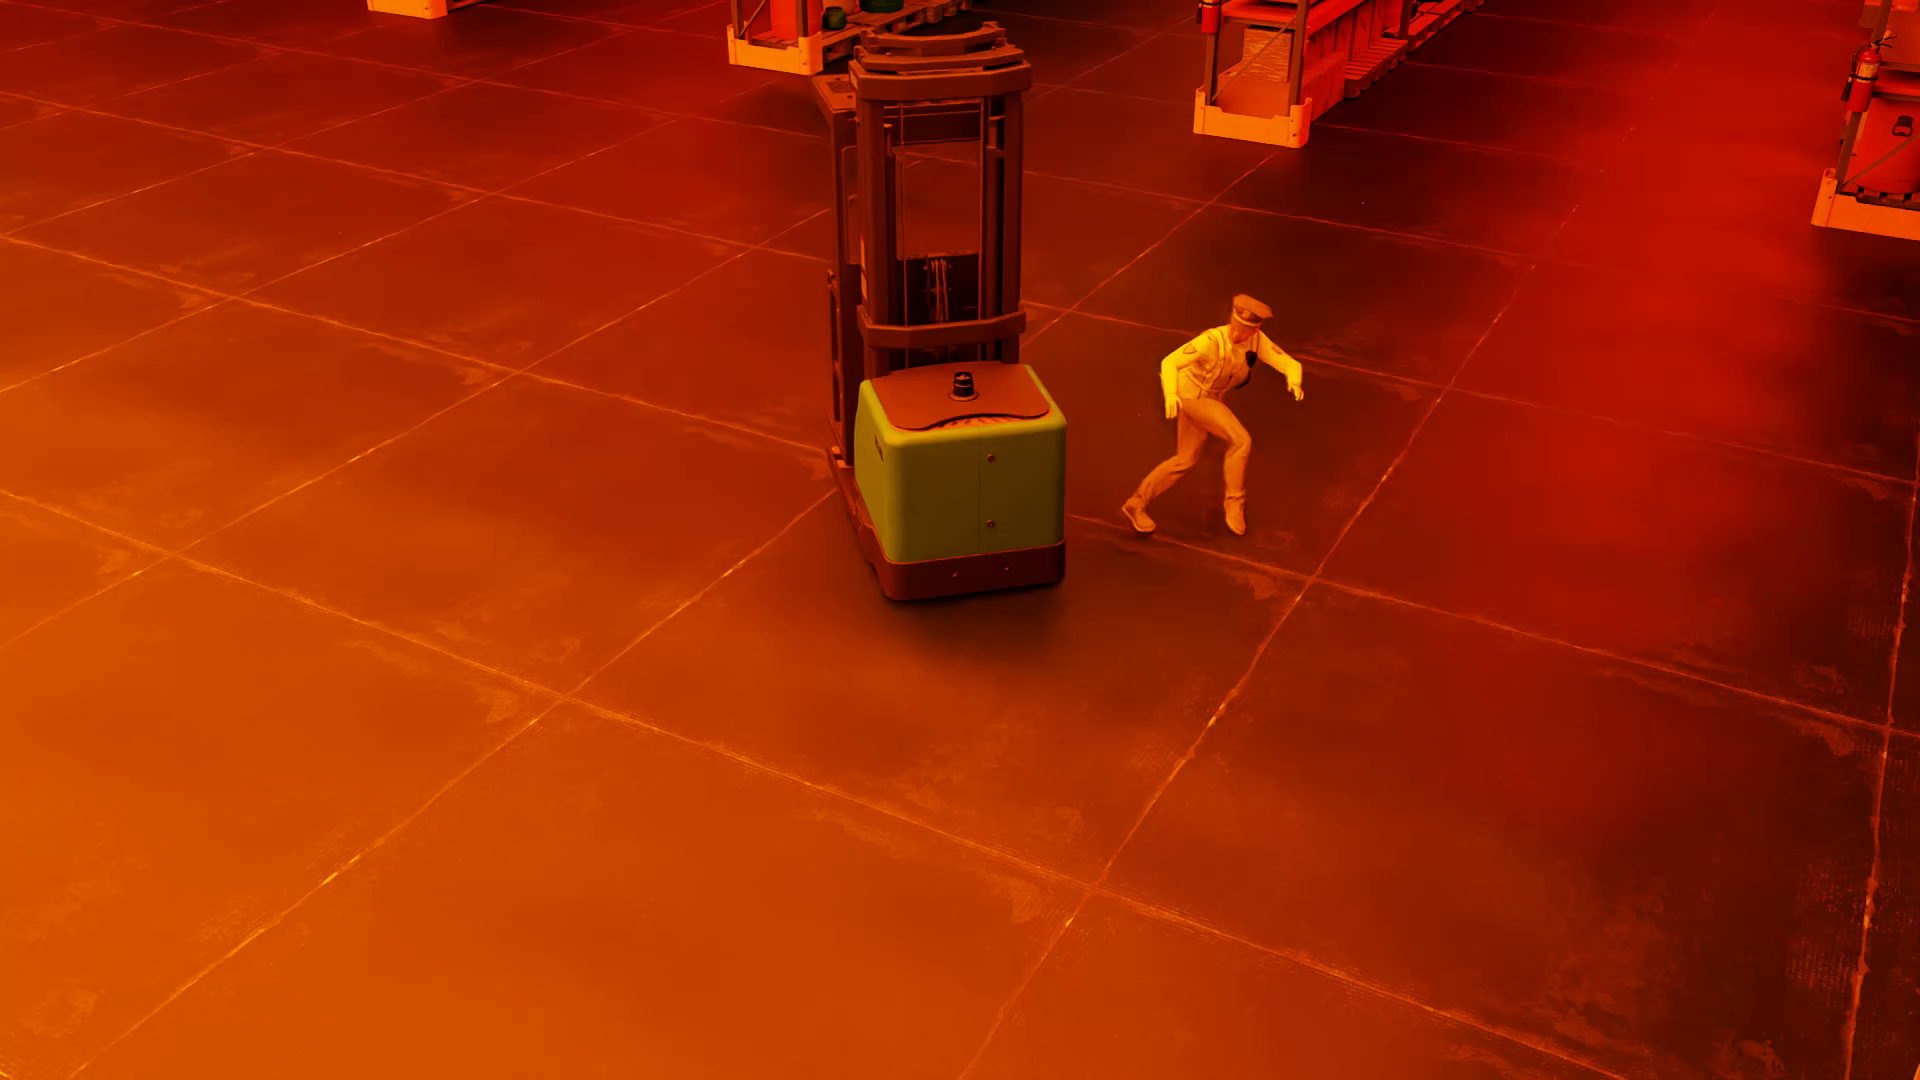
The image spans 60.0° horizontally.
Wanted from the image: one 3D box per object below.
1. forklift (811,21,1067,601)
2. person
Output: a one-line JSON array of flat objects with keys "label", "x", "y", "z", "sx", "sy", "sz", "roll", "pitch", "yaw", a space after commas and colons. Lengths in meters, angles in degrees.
[{"label": "forklift", "x": -0.241, "y": -1.653, "z": 9.935, "sx": 1.130, "sy": 2.935, "sz": 3.031, "roll": -7, "pitch": 31, "yaw": -12}, {"label": "person", "x": 1.534, "y": -0.724, "z": 9.801, "sx": 0.886, "sy": 1.429, "sz": 0.910, "roll": 25, "pitch": 38, "yaw": 36}]
